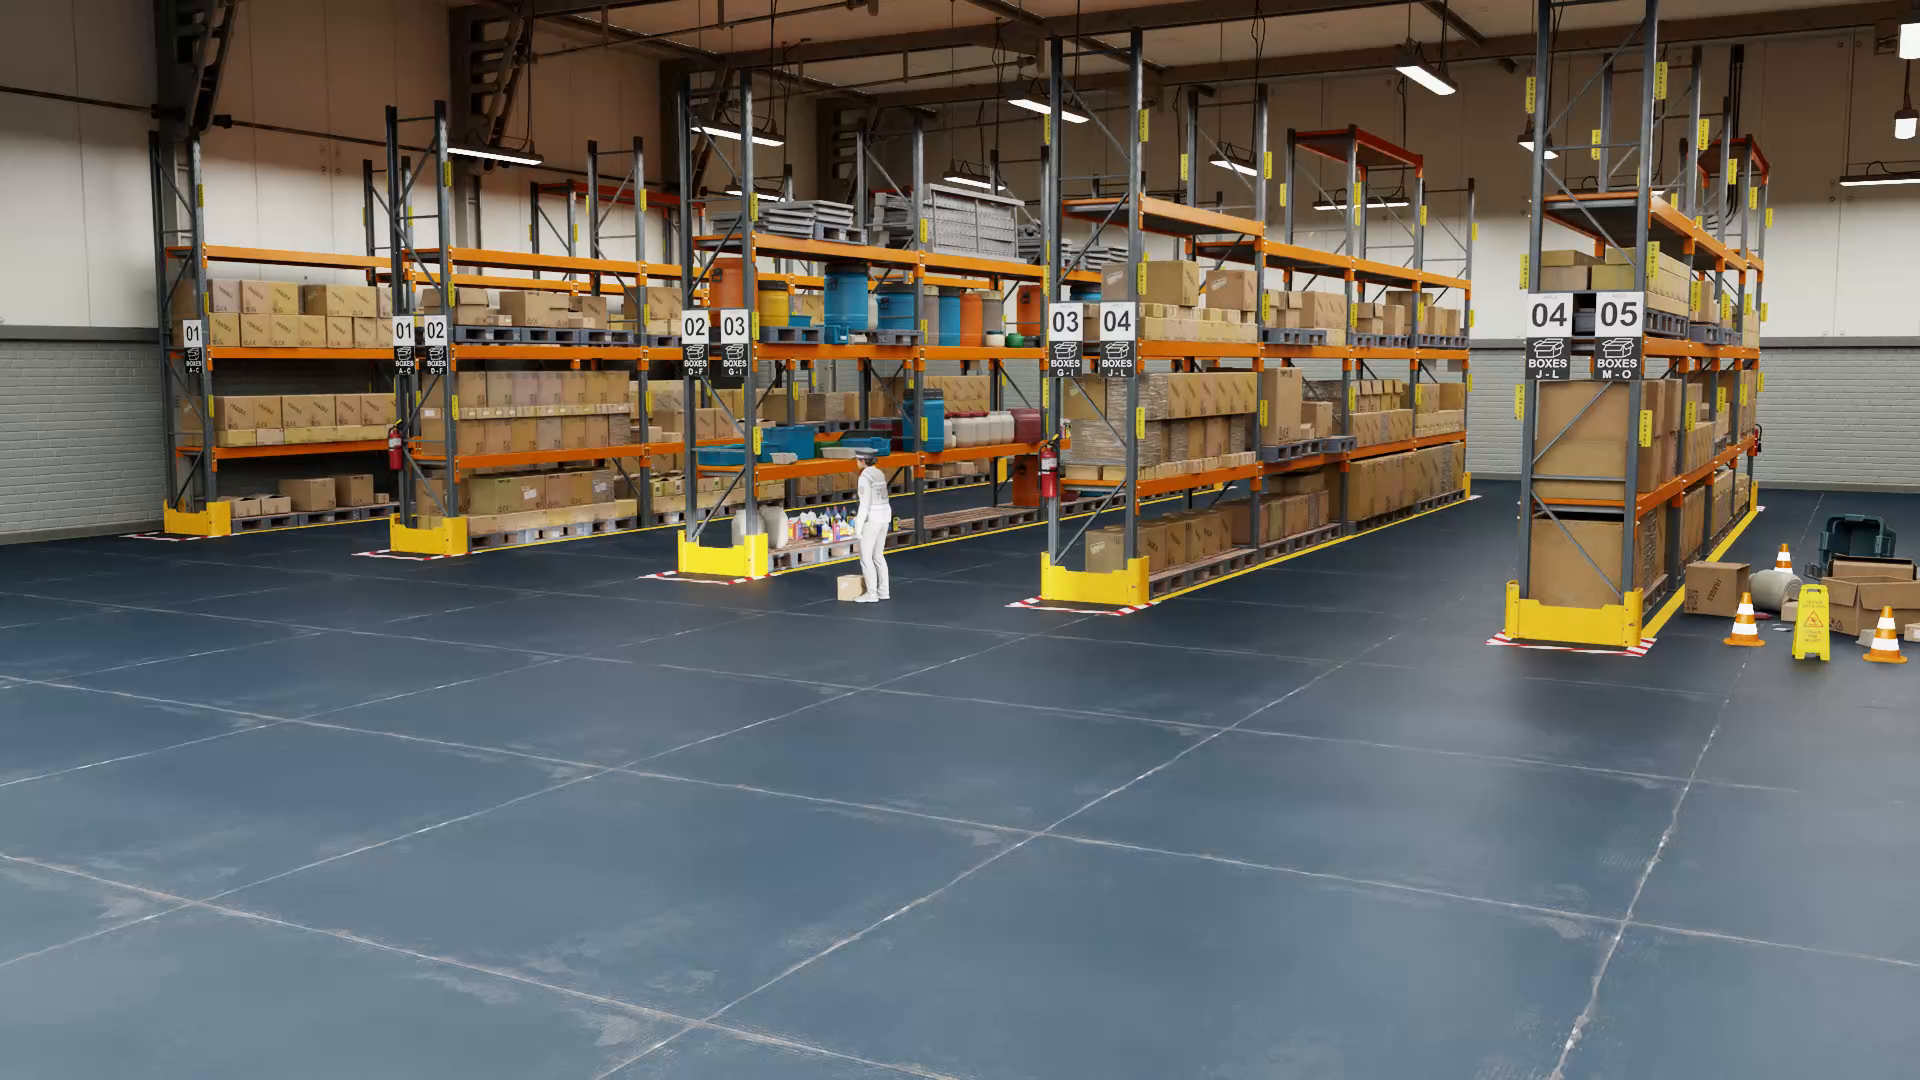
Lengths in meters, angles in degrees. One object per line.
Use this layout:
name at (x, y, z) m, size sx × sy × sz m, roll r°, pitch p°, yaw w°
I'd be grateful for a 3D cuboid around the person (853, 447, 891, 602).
person at (-0.953, -0.169, 17.944) m, size 0.379 × 1.663 × 0.535 m, roll 3°, pitch 7°, yaw 28°
